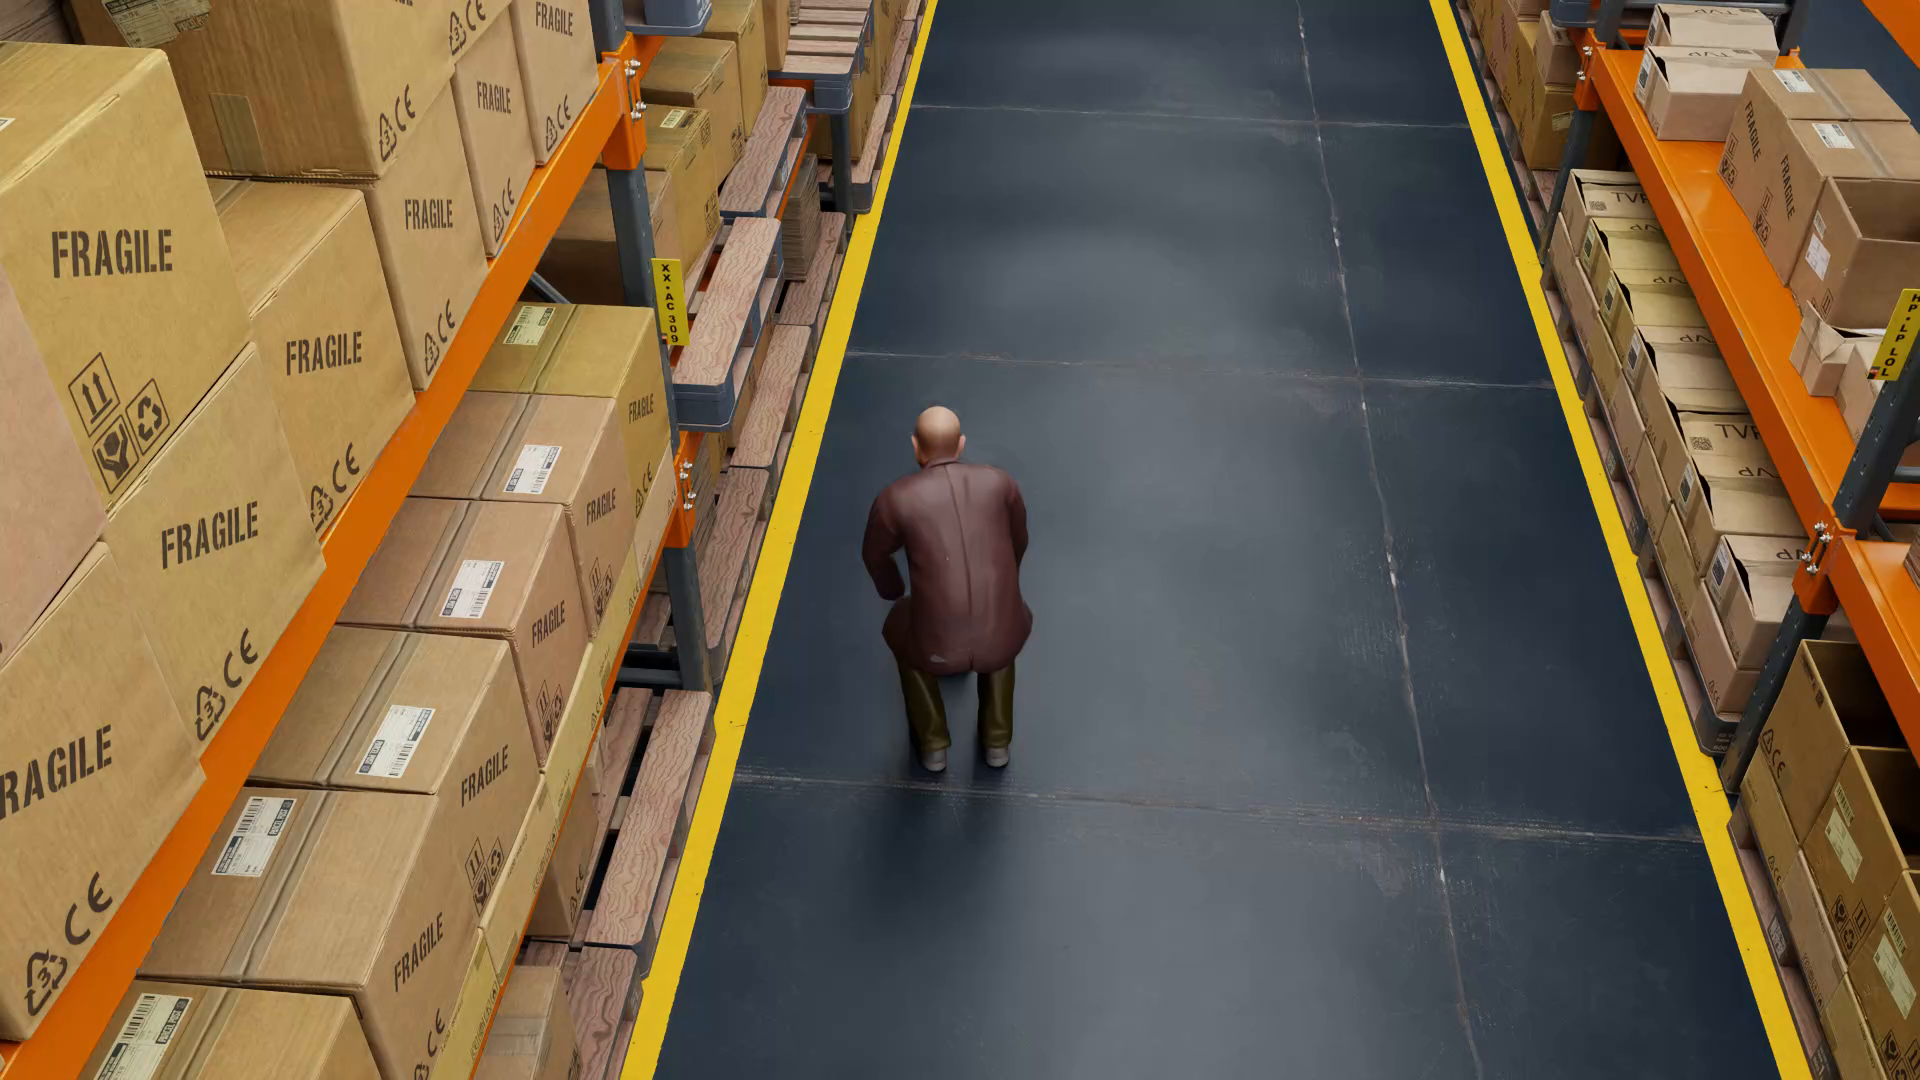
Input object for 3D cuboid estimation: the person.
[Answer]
[{"bbox_3d":[-0.020,0.388,6.538,0.581,0.872,0.977,-5,40,-6],"label":"person"}]
